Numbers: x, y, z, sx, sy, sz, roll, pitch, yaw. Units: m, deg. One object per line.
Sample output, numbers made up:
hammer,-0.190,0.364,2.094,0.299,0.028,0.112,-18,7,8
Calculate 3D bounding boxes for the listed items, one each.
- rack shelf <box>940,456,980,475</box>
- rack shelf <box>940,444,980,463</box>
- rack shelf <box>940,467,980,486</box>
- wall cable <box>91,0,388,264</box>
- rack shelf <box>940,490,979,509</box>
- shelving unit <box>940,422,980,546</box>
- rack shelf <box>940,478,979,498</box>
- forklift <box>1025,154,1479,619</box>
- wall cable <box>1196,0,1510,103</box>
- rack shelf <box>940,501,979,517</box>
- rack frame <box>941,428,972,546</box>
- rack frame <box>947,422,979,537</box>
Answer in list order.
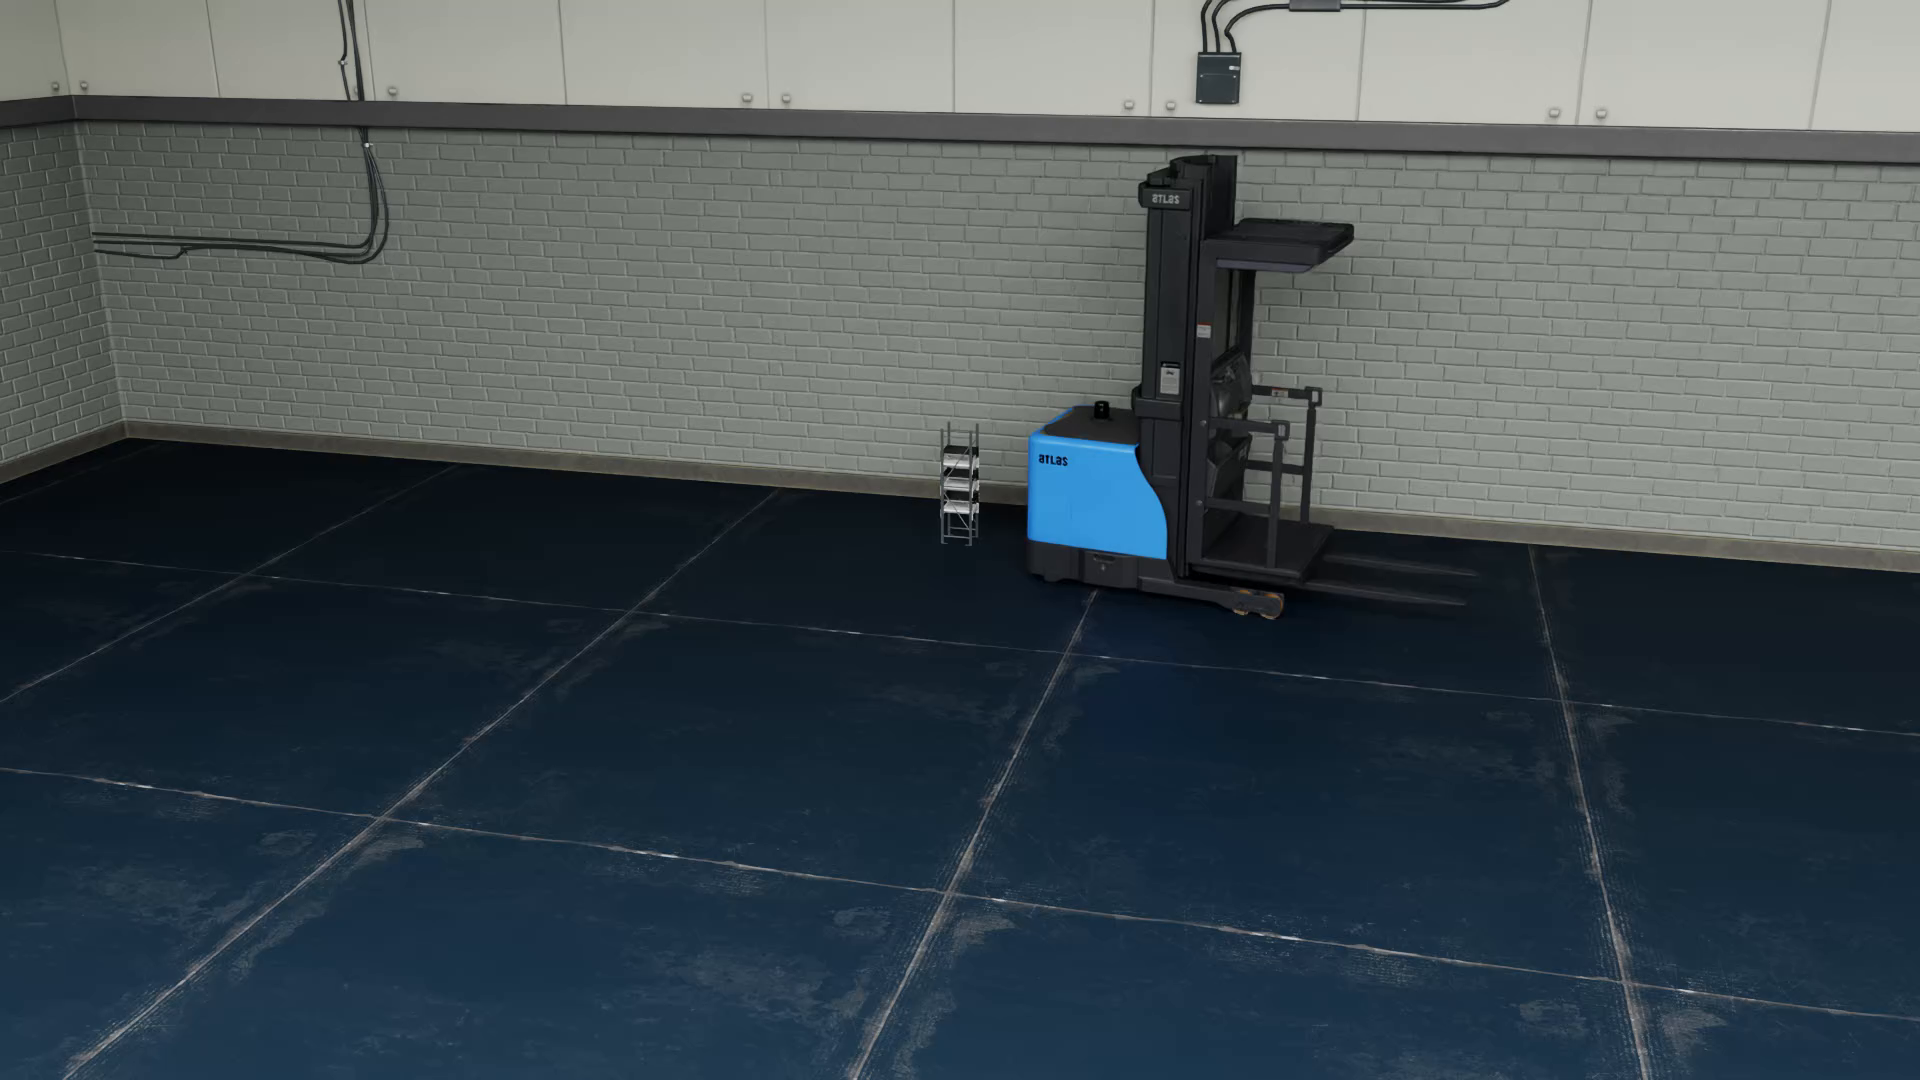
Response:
rack shelf,-0.002,-0.562,12.487,0.258,0.077,0.200,5,19,13
rack shelf,-0.002,-0.647,12.458,0.258,0.077,0.200,5,19,13
rack shelf,-0.002,-0.477,12.516,0.258,0.077,0.200,5,19,13
wall cable,-6.359,-3.622,14.174,3.097,2.526,0.112,5,19,13
rack shelf,-0.002,-0.307,12.575,0.258,0.077,0.200,5,19,13
shelving unit,-0.002,-0.423,12.535,0.258,0.900,0.210,5,19,13
rack shelf,-0.002,-0.392,12.545,0.258,0.077,0.200,5,19,13
forklift,2.024,-1.053,11.235,3.031,2.935,1.130,8,20,22
wall cable,2.843,-5.946,10.913,2.305,6.003,0.169,5,19,13
rack shelf,-0.002,-0.221,12.604,0.258,0.077,0.200,5,19,13
rack frame,-0.027,-0.391,12.441,0.240,0.900,0.006,5,19,13
rack frame,0.023,-0.455,12.628,0.240,0.900,0.006,5,19,13
